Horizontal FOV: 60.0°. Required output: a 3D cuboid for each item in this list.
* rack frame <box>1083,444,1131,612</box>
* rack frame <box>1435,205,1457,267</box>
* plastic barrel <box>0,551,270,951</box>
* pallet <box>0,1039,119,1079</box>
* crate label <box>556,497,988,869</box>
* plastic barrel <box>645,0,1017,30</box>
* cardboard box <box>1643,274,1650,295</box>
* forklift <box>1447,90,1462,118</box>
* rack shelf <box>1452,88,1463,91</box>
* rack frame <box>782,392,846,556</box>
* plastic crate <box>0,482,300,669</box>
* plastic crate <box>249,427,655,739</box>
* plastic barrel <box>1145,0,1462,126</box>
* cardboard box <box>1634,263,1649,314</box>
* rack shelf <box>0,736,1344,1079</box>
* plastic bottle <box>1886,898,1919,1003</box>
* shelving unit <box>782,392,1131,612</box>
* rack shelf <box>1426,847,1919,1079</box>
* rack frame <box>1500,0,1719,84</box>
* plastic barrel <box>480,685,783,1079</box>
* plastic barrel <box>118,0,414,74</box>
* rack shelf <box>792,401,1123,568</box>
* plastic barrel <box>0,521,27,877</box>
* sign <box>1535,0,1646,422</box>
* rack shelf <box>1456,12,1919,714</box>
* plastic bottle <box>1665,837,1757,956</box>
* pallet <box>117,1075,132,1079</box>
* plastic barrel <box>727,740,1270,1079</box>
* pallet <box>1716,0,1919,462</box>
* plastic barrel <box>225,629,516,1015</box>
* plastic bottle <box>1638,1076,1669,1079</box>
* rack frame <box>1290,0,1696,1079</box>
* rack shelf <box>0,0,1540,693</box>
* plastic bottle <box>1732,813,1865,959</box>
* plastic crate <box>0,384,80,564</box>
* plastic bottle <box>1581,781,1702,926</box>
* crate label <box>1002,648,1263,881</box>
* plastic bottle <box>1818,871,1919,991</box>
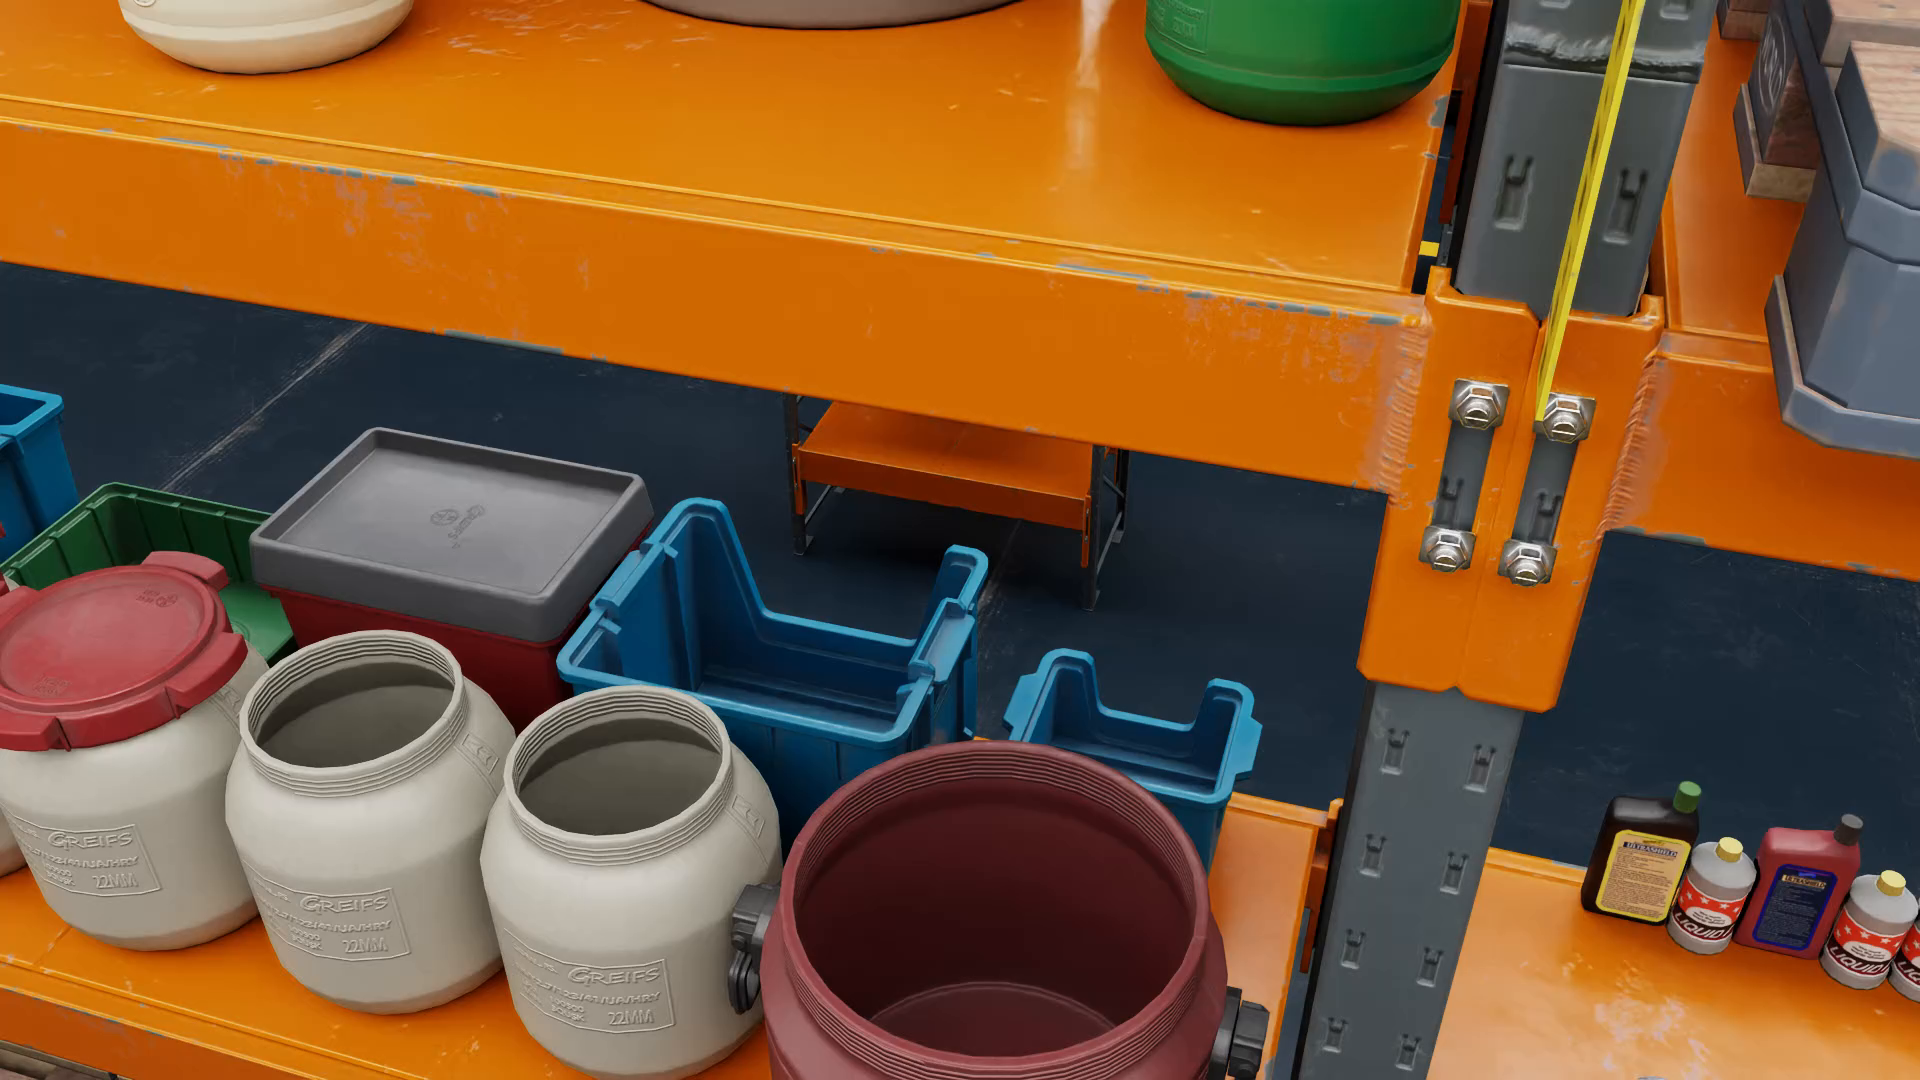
[{"bbox_3d":[0.492,-0.362,5.293,0.032,1.125,0.500,10,38,14],"label":"rack frame"},{"bbox_3d":[2.057,-2.189,6.194,0.127,3.000,1.000,10,38,14],"label":"rack frame"},{"bbox_3d":[-1.281,0.351,2.629,0.433,0.535,0.433,0,36,0],"label":"plastic barrel"},{"bbox_3d":[-2.481,1.146,4.015,1.213,0.211,1.003,10,38,14],"label":"pallet"},{"bbox_3d":[-0.291,0.270,2.823,0.616,0.435,0.502,10,38,14],"label":"crate label"},{"bbox_3d":[-0.143,-1.065,1.713,0.600,0.901,0.600,0,36,0],"label":"plastic barrel"},{"bbox_3d":[2.907,-1.028,6.354,0.500,0.500,0.500,9,37,12],"label":"cardboard box"},{"bbox_3d":[2.754,-3.653,8.241,3.031,2.935,1.130,9,37,12],"label":"forklift"},{"bbox_3d":[0.148,-2.253,6.887,4.000,0.370,1.077,10,38,14],"label":"rack shelf"},{"bbox_3d":[-0.479,-0.542,5.537,0.032,1.125,0.500,10,38,14],"label":"rack frame"},{"bbox_3d":[-1.495,0.139,3.209,0.662,0.188,0.450,10,38,14],"label":"plastic crate"},{"bbox_3d":[-0.875,0.128,2.991,0.583,0.464,0.402,10,38,14],"label":"plastic crate"},{"bbox_3d":[0.325,-0.547,1.564,0.294,0.245,0.294,0,36,0],"label":"plastic barrel"},{"bbox_3d":[2.406,-1.117,6.475,0.500,0.500,0.500,12,38,16],"label":"cardboard box"},{"bbox_3d":[-1.333,0.549,3.080,4.000,0.370,1.077,10,38,14],"label":"rack shelf"},{"bbox_3d":[1.507,0.612,2.556,0.097,0.201,0.097,0,36,0],"label":"plastic bottle"},{"bbox_3d":[0.006,-0.452,5.415,1.048,1.125,0.538,10,38,14],"label":"shelving unit"},{"bbox_3d":[2.485,1.256,2.120,4.000,0.370,1.077,10,38,14],"label":"rack shelf"},{"bbox_3d":[0.576,-1.803,0.608,0.127,3.000,1.000,10,38,14],"label":"rack frame"},{"bbox_3d":[-0.469,0.507,2.436,0.421,0.512,0.421,0,36,0],"label":"plastic barrel"},{"bbox_3d":[-0.707,-0.632,1.664,0.301,0.262,0.301,0,36,0],"label":"plastic barrel"},{"bbox_3d":[0.006,-0.255,5.560,1.000,0.278,0.538,10,38,14],"label":"rack shelf"},{"bbox_3d":[-1.694,0.274,2.732,0.433,0.535,0.433,0,36,0],"label":"plastic barrel"},{"bbox_3d":[0.419,-0.240,1.104,0.005,0.325,0.100,10,38,14],"label":"sign"},{"bbox_3d":[2.485,0.048,1.230,4.000,0.370,1.077,10,38,14],"label":"rack shelf"},{"bbox_3d":[1.194,0.554,2.635,0.097,0.201,0.097,0,36,0],"label":"plastic bottle"},{"bbox_3d":[-1.312,1.360,3.724,1.213,0.211,1.003,10,38,14],"label":"pallet"},{"bbox_3d":[0.043,0.648,2.225,0.708,0.536,0.600,10,38,14],"label":"plastic barrel"},{"bbox_3d":[1.277,-0.328,1.295,1.213,0.211,1.003,10,38,14],"label":"pallet"},{"bbox_3d":[-0.871,0.433,2.538,0.421,0.512,0.421,0,36,0],"label":"plastic barrel"},{"bbox_3d":[0.938,0.836,2.188,0.135,0.276,0.152,10,38,14],"label":"plastic bottle"},{"bbox_3d":[0.576,0.613,2.387,0.127,3.000,1.000,10,38,14],"label":"rack frame"},{"bbox_3d":[-1.333,-0.659,2.191,4.000,0.370,1.077,10,38,14],"label":"rack shelf"},{"bbox_3d":[1.310,0.531,2.597,0.133,0.283,0.061,10,38,14],"label":"plastic bottle"},{"bbox_3d":[-2.096,-0.069,3.326,0.575,0.384,0.392,10,38,14],"label":"plastic crate"},{"bbox_3d":[1.090,0.490,2.652,0.133,0.283,0.061,10,38,14],"label":"plastic bottle"},{"bbox_3d":[0.286,0.394,2.826,0.416,0.233,0.303,10,38,14],"label":"crate label"},{"bbox_3d":[1.415,0.595,2.579,0.097,0.201,0.097,0,36,0],"label":"plastic bottle"}]
